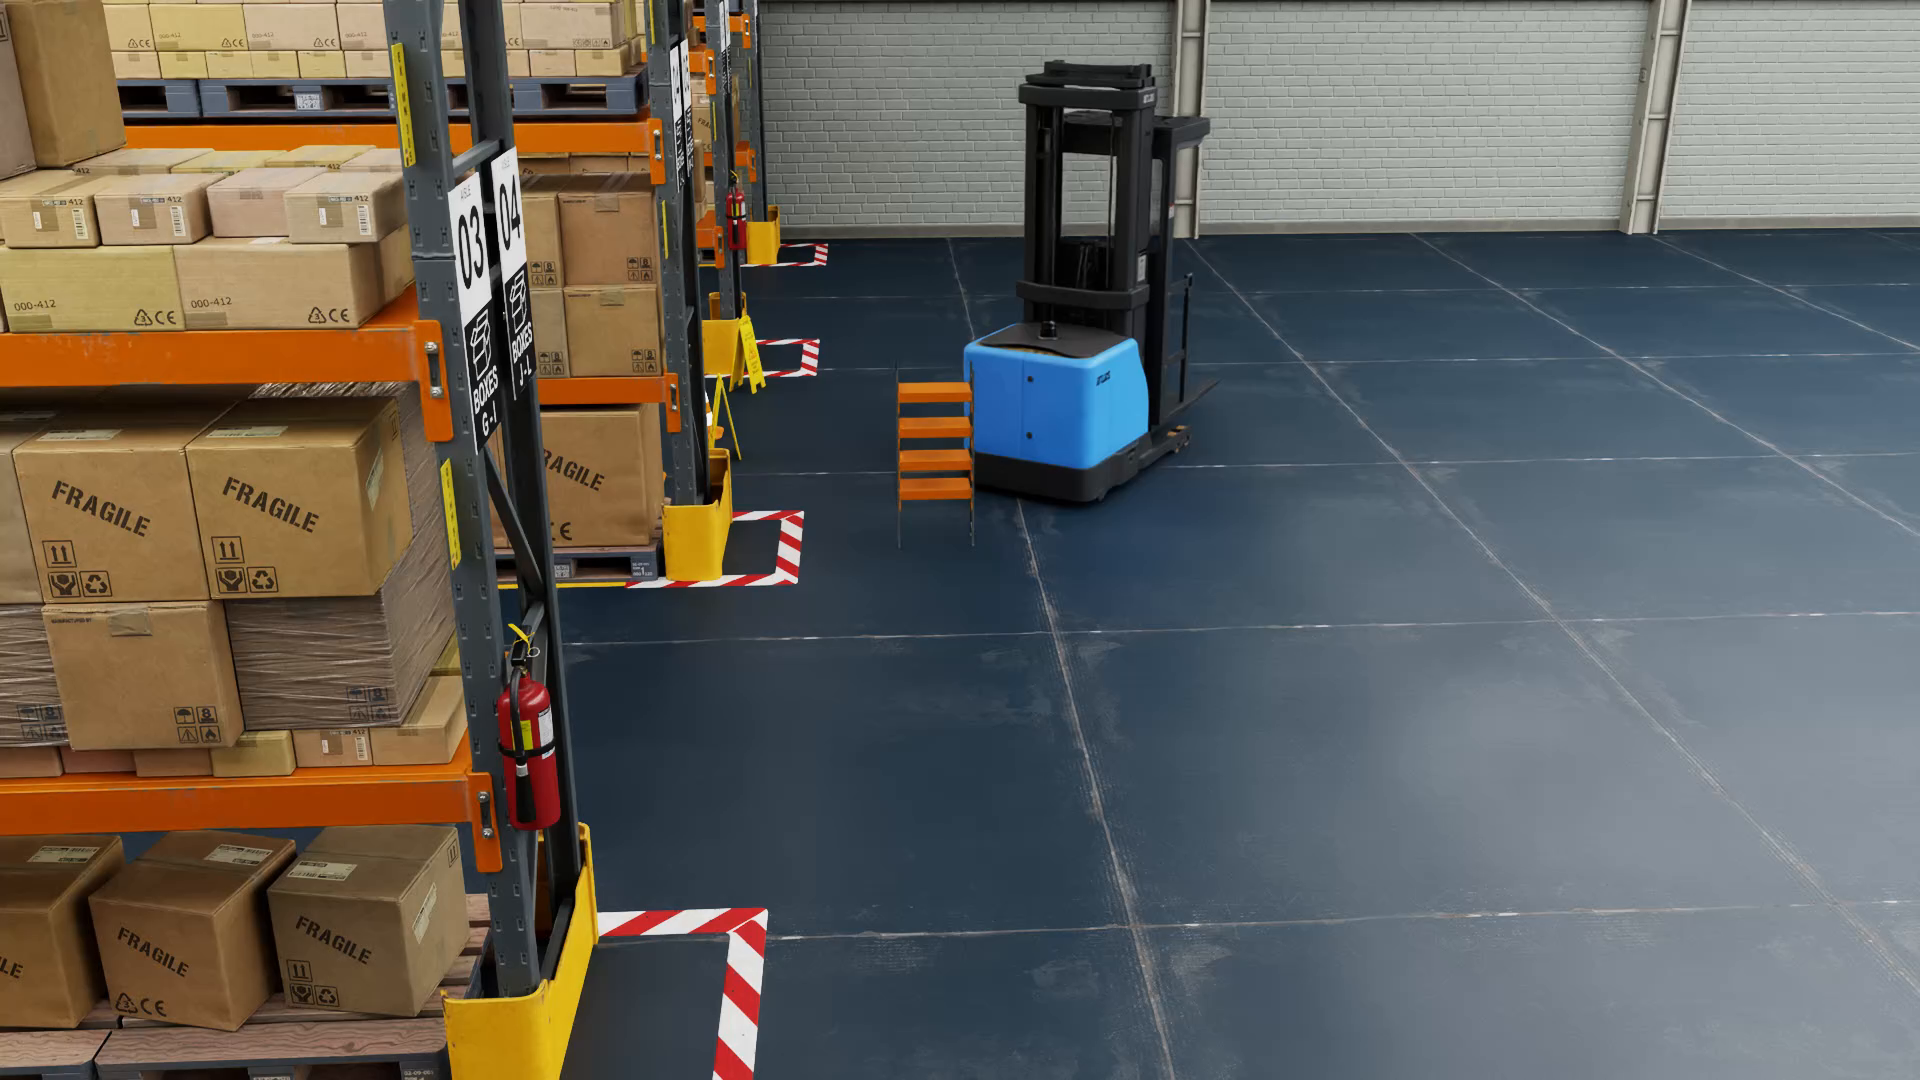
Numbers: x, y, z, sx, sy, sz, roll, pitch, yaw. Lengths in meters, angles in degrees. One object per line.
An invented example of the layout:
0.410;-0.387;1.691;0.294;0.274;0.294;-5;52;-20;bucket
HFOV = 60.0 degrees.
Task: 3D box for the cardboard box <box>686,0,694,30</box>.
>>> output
-2.636;-4.661;14.726;0.500;0.250;0.500;-2;21;-4;cardboard box

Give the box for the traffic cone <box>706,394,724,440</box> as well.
-2.071;-1.066;13.271;0.334;0.463;0.336;-1;21;-3;traffic cone

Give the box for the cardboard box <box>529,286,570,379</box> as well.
-2.651;-1.377;10.312;0.550;0.550;0.875;-1;21;-3;cardboard box

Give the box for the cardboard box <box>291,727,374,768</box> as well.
-2.075;0.616;5.642;0.250;0.149;0.380;-1;21;-3;cardboard box

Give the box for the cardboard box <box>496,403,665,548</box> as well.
-2.408;-0.516;10.656;0.875;0.875;0.875;-1;21;-3;cardboard box

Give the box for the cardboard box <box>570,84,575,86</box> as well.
-4.534;-5.244;19.208;0.250;0.149;0.380;-1;21;-3;cardboard box

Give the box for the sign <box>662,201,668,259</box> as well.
-1.718;-1.809;9.695;0.005;0.325;0.100;-1;21;-3;sign

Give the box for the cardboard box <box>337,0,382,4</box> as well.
-3.321;-3.097;9.325;0.250;0.149;0.380;-1;21;-4;cardboard box

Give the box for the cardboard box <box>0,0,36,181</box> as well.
-3.086;-1.286;4.805;0.500;0.500;0.500;-1;21;-3;cardboard box

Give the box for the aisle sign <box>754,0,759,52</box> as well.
-2.323;-5.981;18.962;0.004;0.787;0.394;-1;21;-3;aisle sign

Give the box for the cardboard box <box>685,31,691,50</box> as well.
-2.459;-4.284;14.295;0.250;0.149;0.380;-1;21;-3;cardboard box

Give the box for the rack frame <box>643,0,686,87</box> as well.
-1.735;-4.153;9.383;0.127;3.000;1.000;-1;21;-3;rack frame

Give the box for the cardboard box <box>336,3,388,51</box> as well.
-3.208;-2.935;9.459;0.500;0.250;0.500;-1;21;-3;cardboard box

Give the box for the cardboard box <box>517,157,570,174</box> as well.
-3.645;-3.166;14.661;0.500;0.500;0.500;-1;21;-3;cardboard box

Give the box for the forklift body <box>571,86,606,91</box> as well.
-4.195;-3.786;18.043;1.214;2.155;2.313;-1;21;-3;forklift body

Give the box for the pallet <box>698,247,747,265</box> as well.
-3.167;-3.536;20.111;1.213;0.211;1.003;-1;21;-3;pallet

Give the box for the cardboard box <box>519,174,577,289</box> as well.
-2.652;-1.887;10.133;0.550;0.550;0.875;-1;21;-3;cardboard box

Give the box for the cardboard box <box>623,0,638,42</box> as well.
-2.232;-3.145;10.012;0.500;0.250;0.500;-1;21;-3;cardboard box

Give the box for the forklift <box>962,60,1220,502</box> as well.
1.171;-2.114;12.554;1.130;2.935;3.031;11;24;27;forklift

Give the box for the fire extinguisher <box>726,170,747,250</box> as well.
-1.978;-2.909;14.654;0.183;0.674;0.296;-1;21;-3;fire extinguisher

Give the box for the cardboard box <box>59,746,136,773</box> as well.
-2.824;0.629;5.607;0.250;0.149;0.380;-1;21;-3;cardboard box

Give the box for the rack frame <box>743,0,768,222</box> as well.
-2.406;-4.869;19.695;0.127;3.000;1.000;-1;21;-3;rack frame

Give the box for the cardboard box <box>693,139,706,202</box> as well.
-2.607;-3.381;15.227;0.500;0.500;0.500;-1;21;-4;cardboard box

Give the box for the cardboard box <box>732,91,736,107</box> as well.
-2.736;-5.113;19.282;0.250;0.149;0.380;-1;21;-2;cardboard box

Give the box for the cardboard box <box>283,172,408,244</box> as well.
-1.812;-0.987;4.933;0.250;0.149;0.380;-1;21;-3;cardboard box

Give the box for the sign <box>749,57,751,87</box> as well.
-2.389;-5.328;18.940;0.005;0.325;0.100;-1;21;-3;sign

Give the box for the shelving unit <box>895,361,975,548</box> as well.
-0.165;-0.557;10.899;0.503;1.200;0.258;-1;21;-3;shelving unit

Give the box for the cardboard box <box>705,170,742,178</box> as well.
-2.896;-4.305;20.082;0.500;0.250;0.500;-1;21;-4;cardboard box

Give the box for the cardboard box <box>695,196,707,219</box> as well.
-2.469;-3.055;15.284;0.250;0.149;0.380;-1;21;-3;cardboard box

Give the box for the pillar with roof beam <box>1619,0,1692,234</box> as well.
9.074;-6.694;16.055;0.400;9.000;9.100;-1;21;-3;pillar with roof beam

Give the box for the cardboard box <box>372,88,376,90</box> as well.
-7.033;-5.220;19.564;0.250;0.149;0.380;-2;21;-5;cardboard box

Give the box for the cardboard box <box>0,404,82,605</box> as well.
-3.086;-0.118;5.253;0.500;0.500;0.500;-1;21;-3;cardboard box

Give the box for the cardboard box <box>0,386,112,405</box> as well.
-3.116;-0.306;5.746;0.500;0.500;0.500;-1;21;-3;cardboard box

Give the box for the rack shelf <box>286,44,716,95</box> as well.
-4.115;-4.131;14.551;4.000;0.370;1.077;-1;21;-3;rack shelf

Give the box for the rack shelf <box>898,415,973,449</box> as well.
-0.165;-0.704;10.843;0.480;0.148;0.258;-1;21;-3;rack shelf

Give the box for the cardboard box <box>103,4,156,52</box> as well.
-4.721;-2.904;9.378;0.500;0.250;0.500;-1;21;-3;cardboard box

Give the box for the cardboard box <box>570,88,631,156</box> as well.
-3.122;-3.664;14.564;0.500;0.500;0.700;-1;21;-3;cardboard box

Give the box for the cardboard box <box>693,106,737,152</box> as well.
-2.882;-4.813;19.406;0.500;0.500;0.500;-2;21;-4;cardboard box

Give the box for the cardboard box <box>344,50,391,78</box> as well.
-3.316;-2.724;9.468;0.250;0.149;0.380;-1;21;-3;cardboard box

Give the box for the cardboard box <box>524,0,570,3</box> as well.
-2.301;-3.118;9.381;0.250;0.149;0.380;-1;21;-3;cardboard box

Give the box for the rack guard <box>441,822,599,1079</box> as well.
-1.629;1.584;6.258;0.348;0.500;1.175;-1;21;-3;rack guard

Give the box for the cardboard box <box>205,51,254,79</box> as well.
-4.074;-2.709;9.428;0.250;0.149;0.380;-1;21;-3;cardboard box

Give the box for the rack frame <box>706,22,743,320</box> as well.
-2.119;-3.106;15.064;0.127;3.000;1.000;-1;21;-3;rack frame

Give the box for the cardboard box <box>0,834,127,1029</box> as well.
-3.398;1.423;6.090;0.500;0.500;0.500;1;21;2;cardboard box

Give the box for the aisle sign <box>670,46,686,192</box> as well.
-1.647;-2.460;9.712;0.004;0.787;0.394;-1;21;-3;aisle sign

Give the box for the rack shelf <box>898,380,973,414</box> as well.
-0.165;-0.925;10.759;0.480;0.148;0.258;-1;21;-3;rack shelf

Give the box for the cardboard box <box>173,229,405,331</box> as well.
-2.020;-0.818;5.048;0.500;0.250;0.500;-1;21;-2;cardboard box

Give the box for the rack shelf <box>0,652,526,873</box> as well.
-3.550;0.791;5.839;4.000;0.370;1.077;-1;21;-3;rack shelf

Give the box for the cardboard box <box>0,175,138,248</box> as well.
-2.595;-0.966;4.877;0.250;0.149;0.380;-1;21;-3;cardboard box

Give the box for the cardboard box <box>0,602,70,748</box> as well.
-3.097;0.277;5.618;0.500;0.500;0.875;-1;21;-3;cardboard box

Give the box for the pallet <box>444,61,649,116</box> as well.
-2.475;-2.691;9.883;1.213;0.211;1.003;-1;21;-3;pallet

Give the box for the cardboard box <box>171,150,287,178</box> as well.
-2.350;-1.161;5.388;0.250;0.149;0.380;-2;21;-4;cardboard box

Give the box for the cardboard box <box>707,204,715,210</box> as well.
-2.874;-3.893;19.703;0.500;0.250;0.500;-1;21;-4;cardboard box

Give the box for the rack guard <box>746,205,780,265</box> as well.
-2.382;-3.702;20.141;0.348;0.500;1.175;-1;21;-3;rack guard

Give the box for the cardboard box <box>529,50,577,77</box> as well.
-2.299;-2.745;9.522;0.250;0.149;0.380;-1;21;-3;cardboard box

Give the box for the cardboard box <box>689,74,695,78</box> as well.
-3.279;-5.424;19.680;0.250;0.149;0.380;-1;21;-2;cardboard box

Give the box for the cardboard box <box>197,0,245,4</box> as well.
-4.075;-3.082;9.285;0.250;0.149;0.380;-1;21;-3;cardboard box
